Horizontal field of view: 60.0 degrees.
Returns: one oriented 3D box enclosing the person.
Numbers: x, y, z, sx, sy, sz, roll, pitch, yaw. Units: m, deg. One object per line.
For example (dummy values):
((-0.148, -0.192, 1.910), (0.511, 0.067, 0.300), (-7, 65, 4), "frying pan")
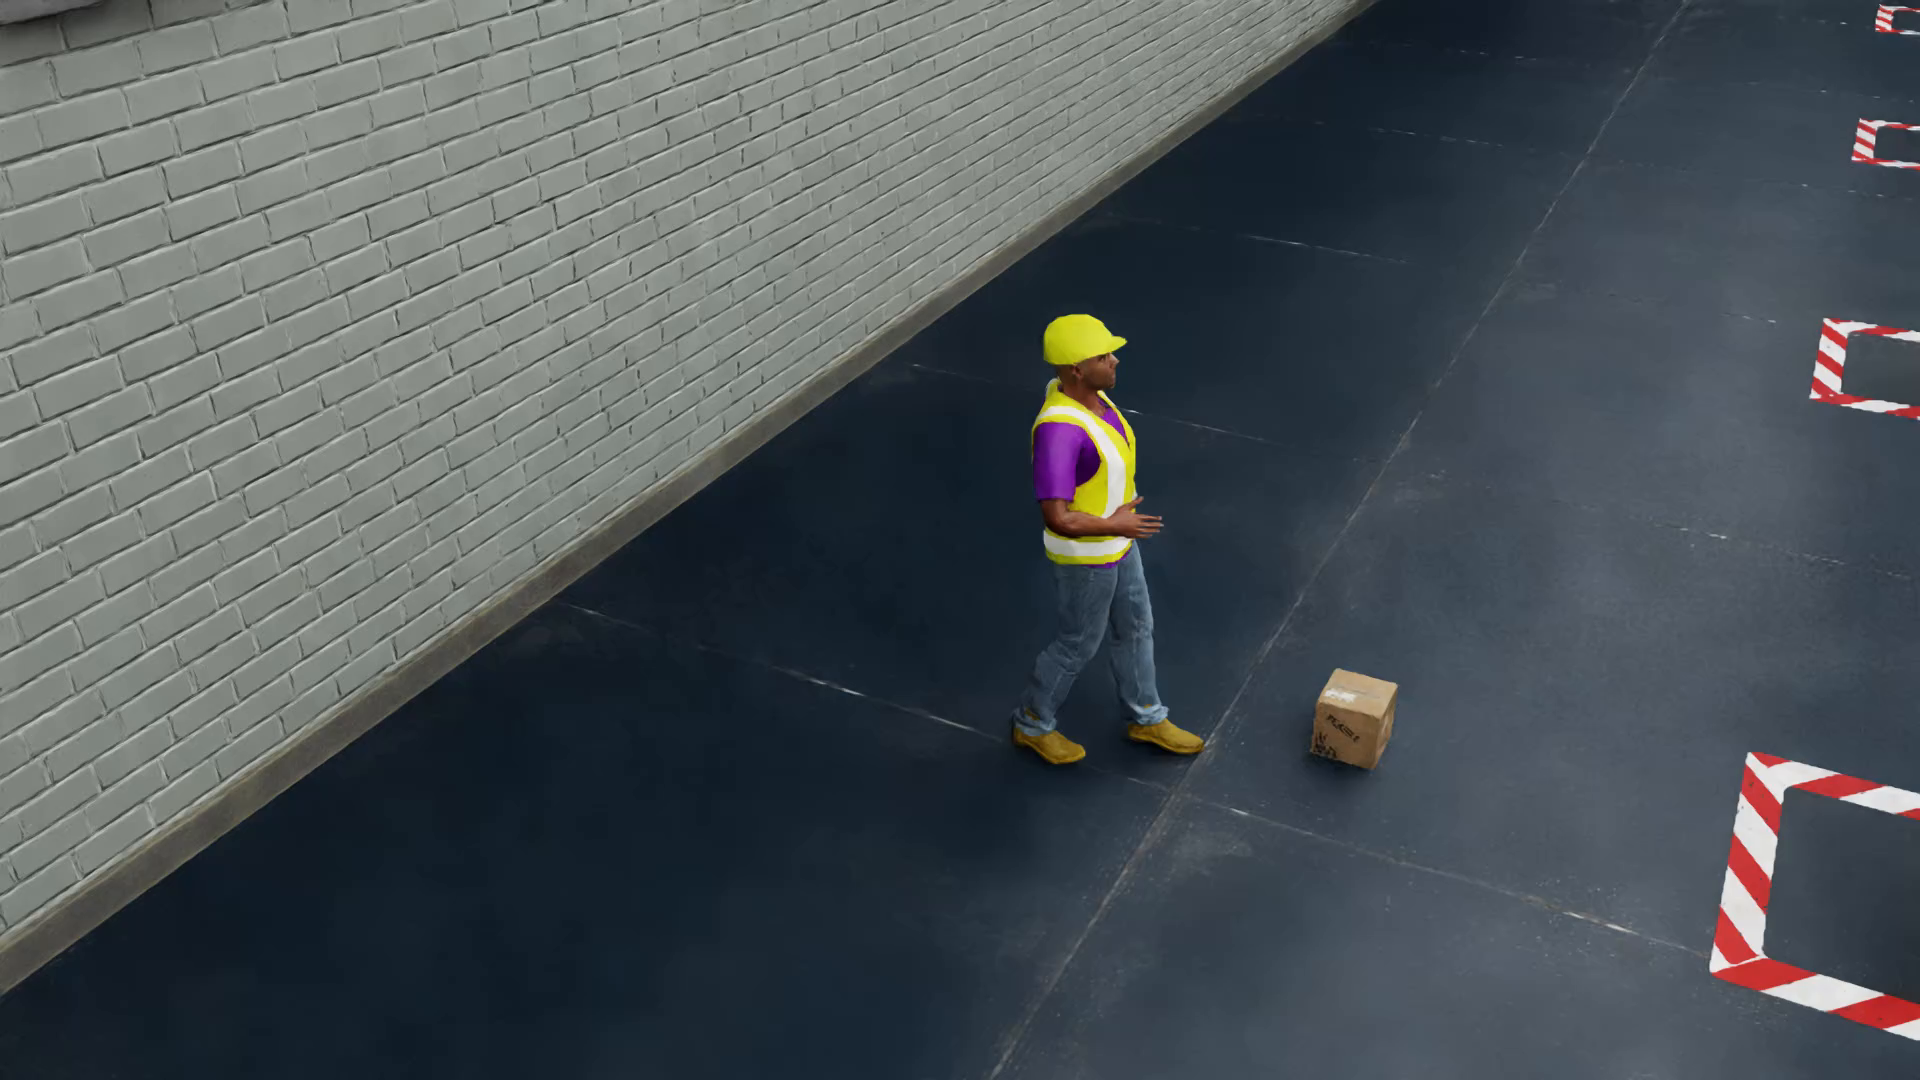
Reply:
((0.578, 0.031, 6.047), (0.740, 1.761, 0.750), (7, 31, 12), "person")
